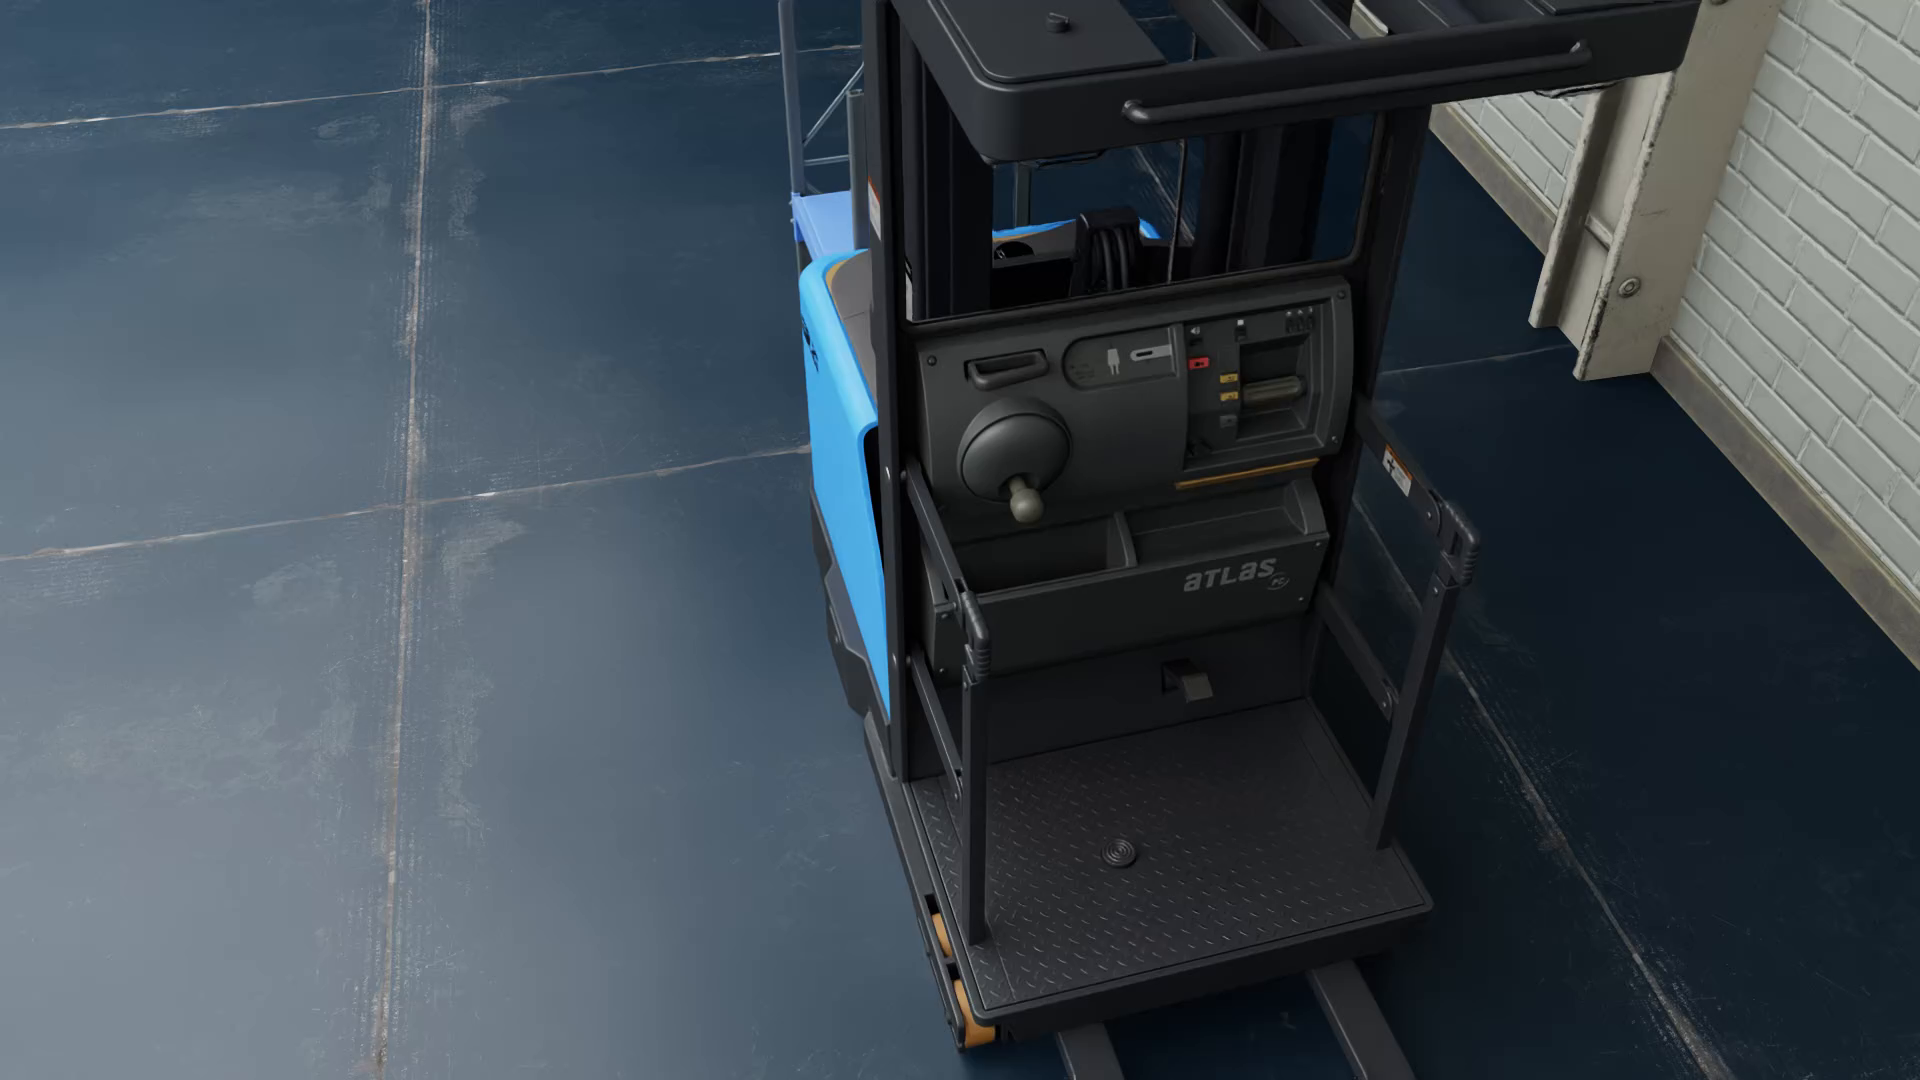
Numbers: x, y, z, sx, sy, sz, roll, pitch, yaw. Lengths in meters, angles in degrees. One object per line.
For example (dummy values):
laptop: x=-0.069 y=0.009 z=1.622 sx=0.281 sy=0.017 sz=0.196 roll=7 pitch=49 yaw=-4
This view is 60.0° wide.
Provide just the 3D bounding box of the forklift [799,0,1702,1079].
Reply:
forklift: x=0.434 y=-0.202 z=3.270 sx=1.130 sy=2.935 sz=3.031 roll=-10 pitch=43 yaw=-11

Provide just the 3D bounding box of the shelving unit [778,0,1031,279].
shelving unit: x=-0.185 y=-0.958 z=5.200 sx=0.538 sy=1.500 sz=1.048 roll=-10 pitch=43 yaw=-11

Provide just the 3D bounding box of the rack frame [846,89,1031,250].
rack frame: x=-0.050 y=-0.633 z=4.834 sx=0.500 sy=1.500 sz=0.032 roll=-10 pitch=43 yaw=-11

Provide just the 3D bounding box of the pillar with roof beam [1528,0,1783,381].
pillar with roof beam: x=-1.905 y=-3.460 z=2.370 sx=9.100 sy=9.000 sz=0.400 roll=-8 pitch=42 yaw=-9

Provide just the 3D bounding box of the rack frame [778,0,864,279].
rack frame: x=-0.320 y=-1.284 z=5.566 sx=0.500 sy=1.500 sz=0.032 roll=-10 pitch=43 yaw=-11

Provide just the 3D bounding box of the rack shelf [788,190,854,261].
rack shelf: x=-0.185 y=-0.824 z=5.319 sx=0.538 sy=0.185 sz=1.000 roll=-10 pitch=43 yaw=-11
